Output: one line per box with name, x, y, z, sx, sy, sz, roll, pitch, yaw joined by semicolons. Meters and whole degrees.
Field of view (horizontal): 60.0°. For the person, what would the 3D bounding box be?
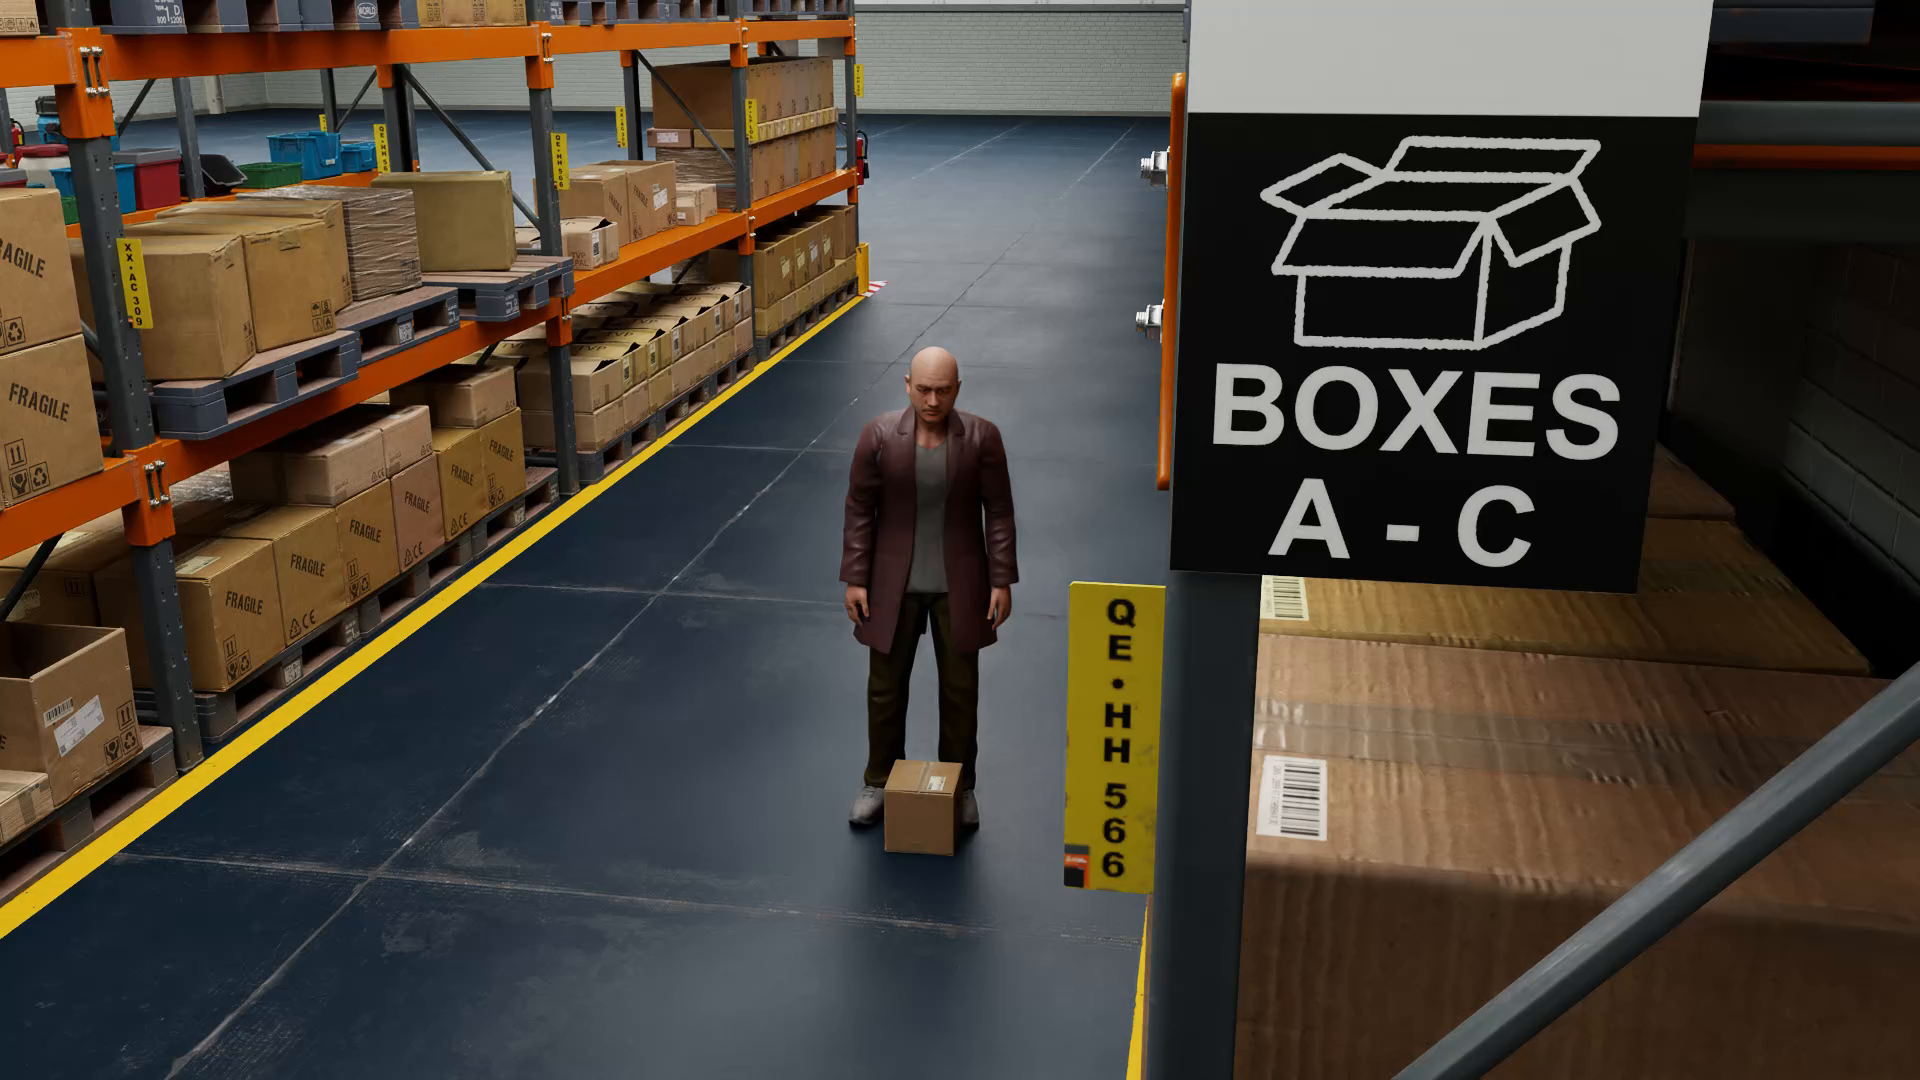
person;-0.111;0.168;6.047;0.653;1.773;0.426;0;18;1
